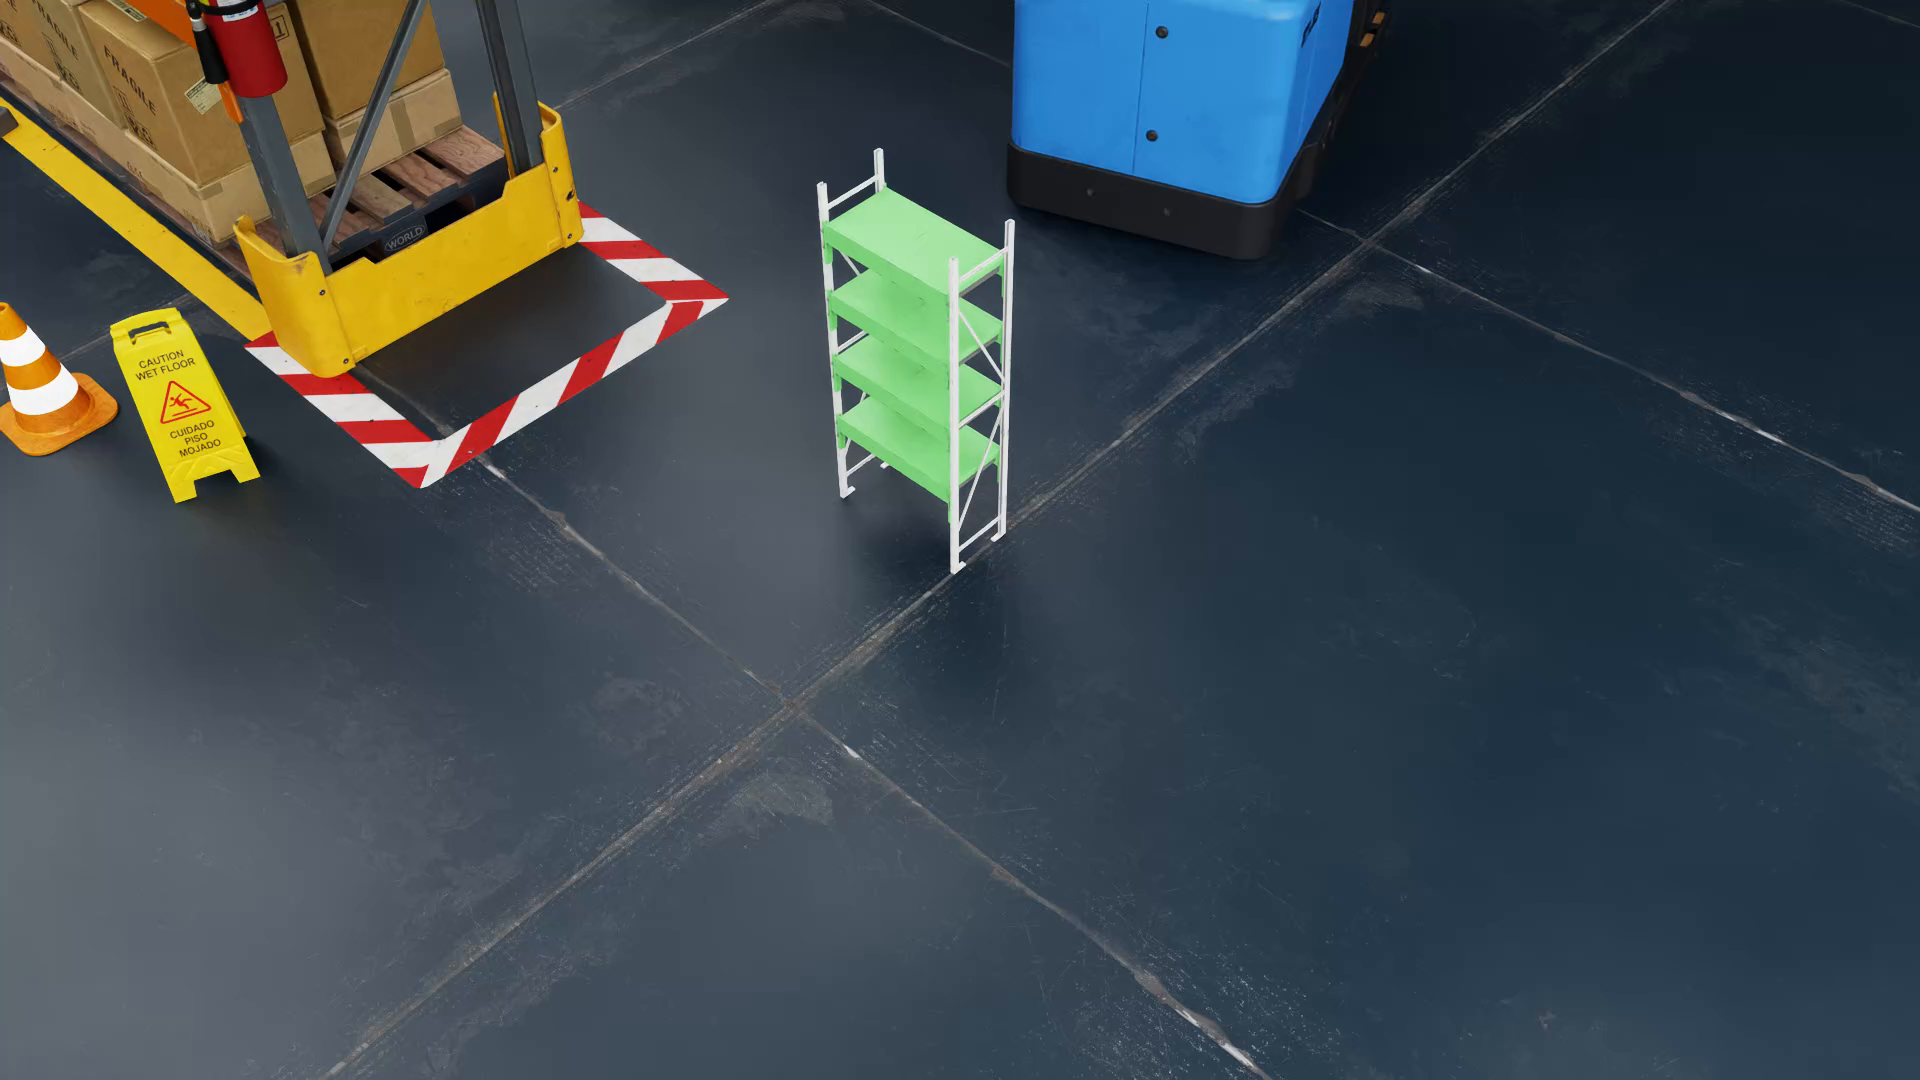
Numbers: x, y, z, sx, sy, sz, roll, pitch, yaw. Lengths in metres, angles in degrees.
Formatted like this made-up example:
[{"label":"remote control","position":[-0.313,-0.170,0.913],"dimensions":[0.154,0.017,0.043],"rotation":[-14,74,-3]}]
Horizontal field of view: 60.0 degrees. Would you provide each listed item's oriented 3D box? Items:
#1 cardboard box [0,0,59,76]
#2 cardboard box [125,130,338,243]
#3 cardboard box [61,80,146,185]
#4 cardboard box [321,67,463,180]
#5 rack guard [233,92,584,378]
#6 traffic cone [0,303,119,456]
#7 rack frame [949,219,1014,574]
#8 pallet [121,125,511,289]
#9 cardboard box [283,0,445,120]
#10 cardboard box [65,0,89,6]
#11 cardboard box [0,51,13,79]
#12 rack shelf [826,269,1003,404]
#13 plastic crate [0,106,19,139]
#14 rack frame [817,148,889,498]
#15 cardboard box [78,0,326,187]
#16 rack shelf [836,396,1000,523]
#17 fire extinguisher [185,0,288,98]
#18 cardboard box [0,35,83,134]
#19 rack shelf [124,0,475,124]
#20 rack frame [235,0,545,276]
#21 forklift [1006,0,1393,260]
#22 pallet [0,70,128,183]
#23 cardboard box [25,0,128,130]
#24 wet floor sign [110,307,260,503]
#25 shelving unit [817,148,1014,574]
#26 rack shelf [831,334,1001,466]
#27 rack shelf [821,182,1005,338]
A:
[{"label":"cardboard box","position":[-3.393,-2.156,6.300],"dimensions":[0.500,0.500,0.500],"rotation":[33,55,27]},{"label":"cardboard box","position":[-2.669,-1.400,6.105],"dimensions":[0.500,0.250,0.500],"rotation":[34,55,28]},{"label":"cardboard box","position":[-3.027,-1.649,6.339],"dimensions":[0.500,0.250,0.500],"rotation":[34,55,28]},{"label":"cardboard box","position":[-2.280,-1.680,6.368],"dimensions":[0.500,0.250,0.500],"rotation":[33,55,27]},{"label":"rack guard","position":[-1.931,-1.112,5.951],"dimensions":[0.348,0.500,1.175],"rotation":[34,55,28]},{"label":"traffic cone","position":[-3.066,-0.584,5.480],"dimensions":[0.334,0.463,0.336],"rotation":[34,55,28]},{"label":"rack frame","position":[0.058,-0.372,4.776],"dimensions":[0.015,1.200,0.240],"rotation":[34,55,28]},{"label":"pallet","position":[-2.504,-1.434,6.452],"dimensions":[1.213,0.211,1.003],"rotation":[34,55,28]},{"label":"cardboard box","position":[-2.298,-1.948,6.105],"dimensions":[0.500,0.500,0.500],"rotation":[32,55,27]},{"label":"cardboard box","position":[-2.956,-2.014,5.722],"dimensions":[0.250,0.149,0.380],"rotation":[36,56,29]},{"label":"cardboard box","position":[-3.773,-2.156,6.814],"dimensions":[0.500,0.250,0.500],"rotation":[33,55,27]},{"label":"rack shelf","position":[-0.122,-0.613,4.761],"dimensions":[0.480,0.148,0.258],"rotation":[34,55,28]},{"label":"plastic crate","position":[-4.217,-1.693,6.785],"dimensions":[0.583,0.080,0.402],"rotation":[17,49,15]},{"label":"rack frame","position":[-0.301,-0.613,5.003],"dimensions":[0.015,1.200,0.240],"rotation":[34,55,28]},{"label":"cardboard box","position":[-2.641,-1.646,5.822],"dimensions":[0.500,0.500,0.500],"rotation":[34,56,28]},{"label":"rack shelf","position":[-0.122,-0.285,5.111],"dimensions":[0.480,0.148,0.258],"rotation":[34,55,28]},{"label":"fire extinguisher","position":[-2.104,-1.600,4.748],"dimensions":[0.183,0.674,0.296],"rotation":[34,55,28]},{"label":"cardboard box","position":[-3.415,-1.905,6.579],"dimensions":[0.500,0.250,0.500],"rotation":[32,55,26]},{"label":"rack shelf","position":[-3.345,-2.673,6.196],"dimensions":[4.000,0.370,1.077],"rotation":[34,55,28]},{"label":"rack frame","position":[-1.875,-1.930,5.005],"dimensions":[0.127,3.000,1.000],"rotation":[34,55,28]},{"label":"forklift","position":[1.227,-3.123,6.172],"dimensions":[1.130,2.935,3.031],"rotation":[17,49,16]},{"label":"pallet","position":[-3.396,-2.037,7.018],"dimensions":[1.213,0.211,1.003],"rotation":[34,55,28]},{"label":"cardboard box","position":[-3.027,-1.902,6.062],"dimensions":[0.500,0.500,0.500],"rotation":[36,56,29]},{"label":"wet floor sign","position":[-2.461,-0.457,5.237],"dimensions":[0.267,0.644,0.232],"rotation":[-21,50,-18]},{"label":"shelving unit","position":[-0.122,-0.493,4.889],"dimensions":[0.503,1.200,0.258],"rotation":[34,55,28]},{"label":"rack shelf","position":[-0.122,-0.449,4.936],"dimensions":[0.480,0.148,0.258],"rotation":[34,55,28]},{"label":"rack shelf","position":[-0.122,-0.777,4.586],"dimensions":[0.480,0.148,0.258],"rotation":[34,55,28]}]
